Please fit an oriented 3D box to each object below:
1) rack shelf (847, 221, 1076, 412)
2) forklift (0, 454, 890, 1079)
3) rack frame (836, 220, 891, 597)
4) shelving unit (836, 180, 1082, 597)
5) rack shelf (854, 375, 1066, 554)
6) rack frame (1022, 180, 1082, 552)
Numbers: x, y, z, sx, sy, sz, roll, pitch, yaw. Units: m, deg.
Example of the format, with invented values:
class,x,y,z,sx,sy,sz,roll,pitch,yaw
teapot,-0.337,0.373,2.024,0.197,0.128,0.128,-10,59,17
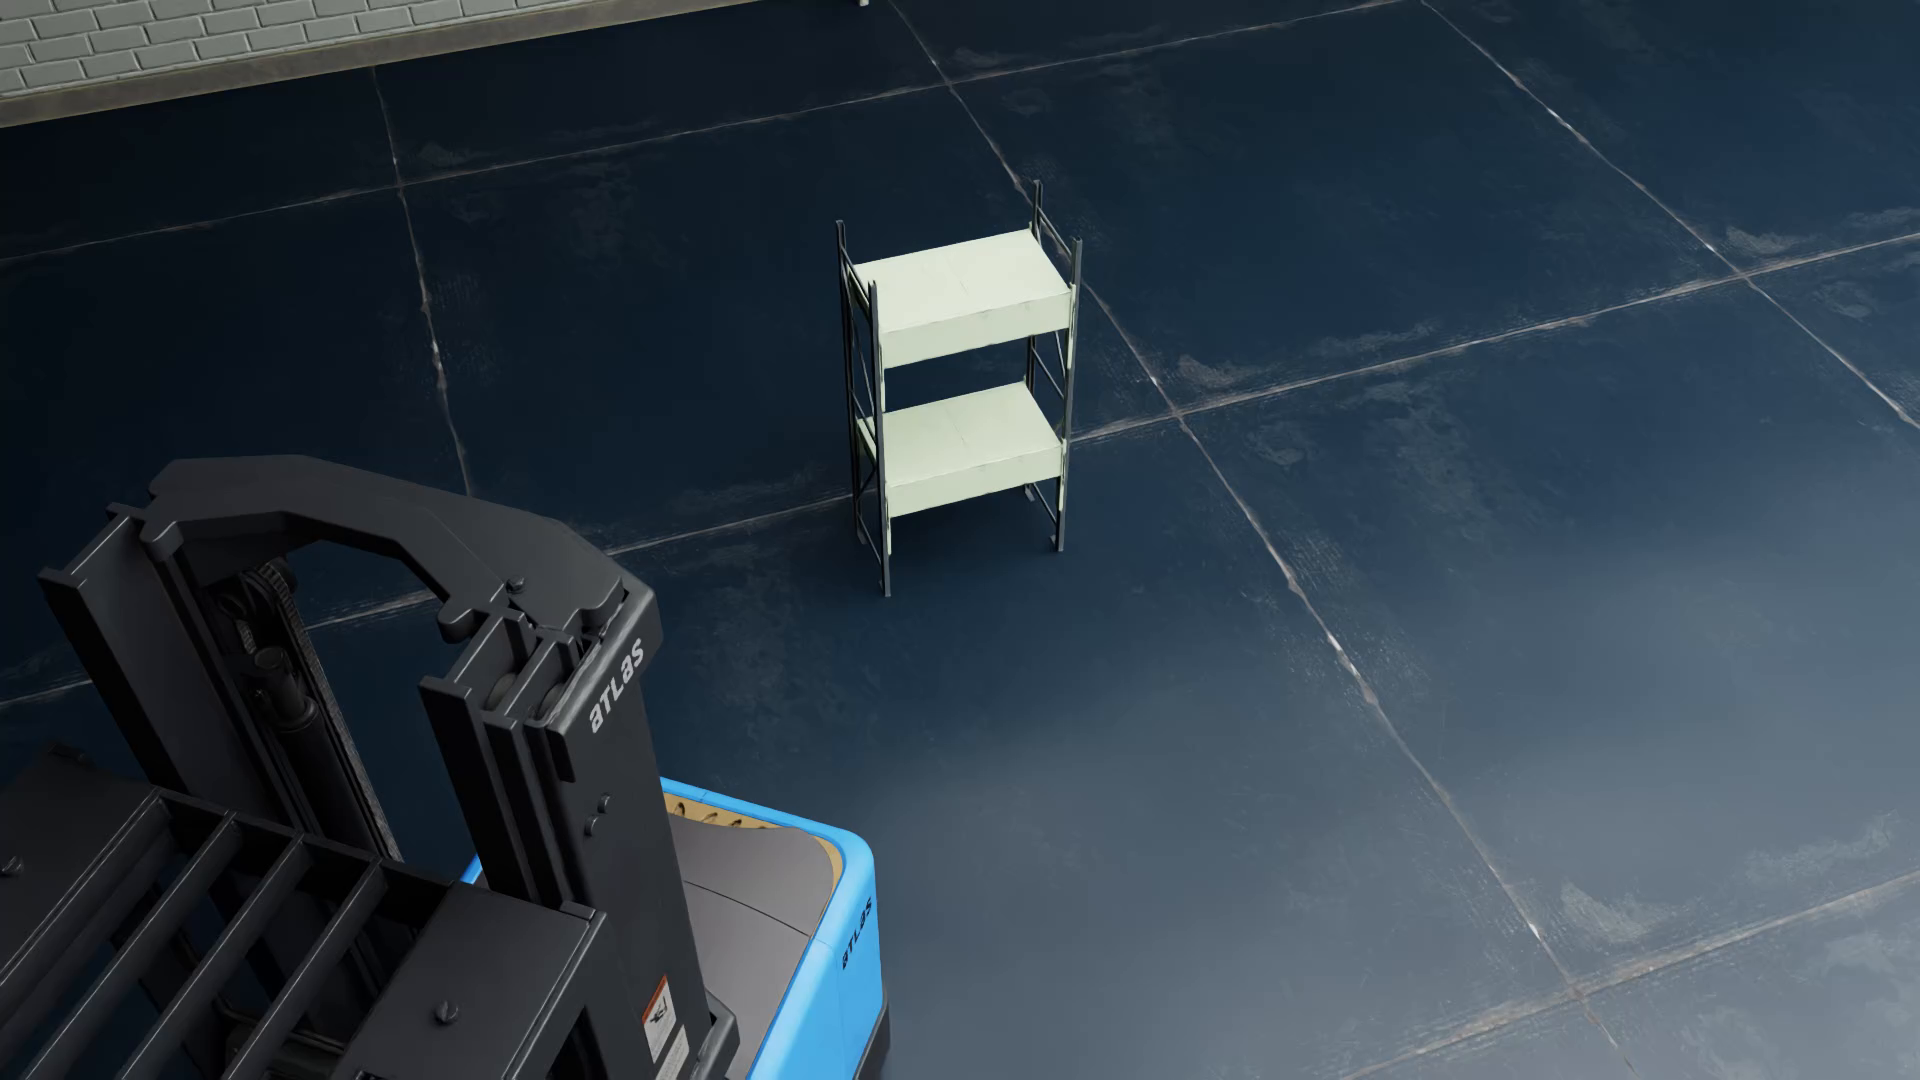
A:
class,x,y,z,sx,sy,sz,roll,pitch,yaw
rack shelf,-0.006,-0.803,5.941,0.720,0.370,0.431,-14,47,-14
forklift,-1.172,1.399,3.286,1.130,2.935,3.031,14,47,13
rack frame,-0.351,-0.440,6.129,0.023,1.500,0.400,-14,47,-14
shelving unit,-0.006,-0.528,6.217,0.755,1.500,0.431,-14,47,-14
rack shelf,-0.006,-0.298,6.448,0.720,0.370,0.431,-14,47,-14
rack frame,0.338,-0.616,6.305,0.023,1.500,0.400,-14,47,-14
